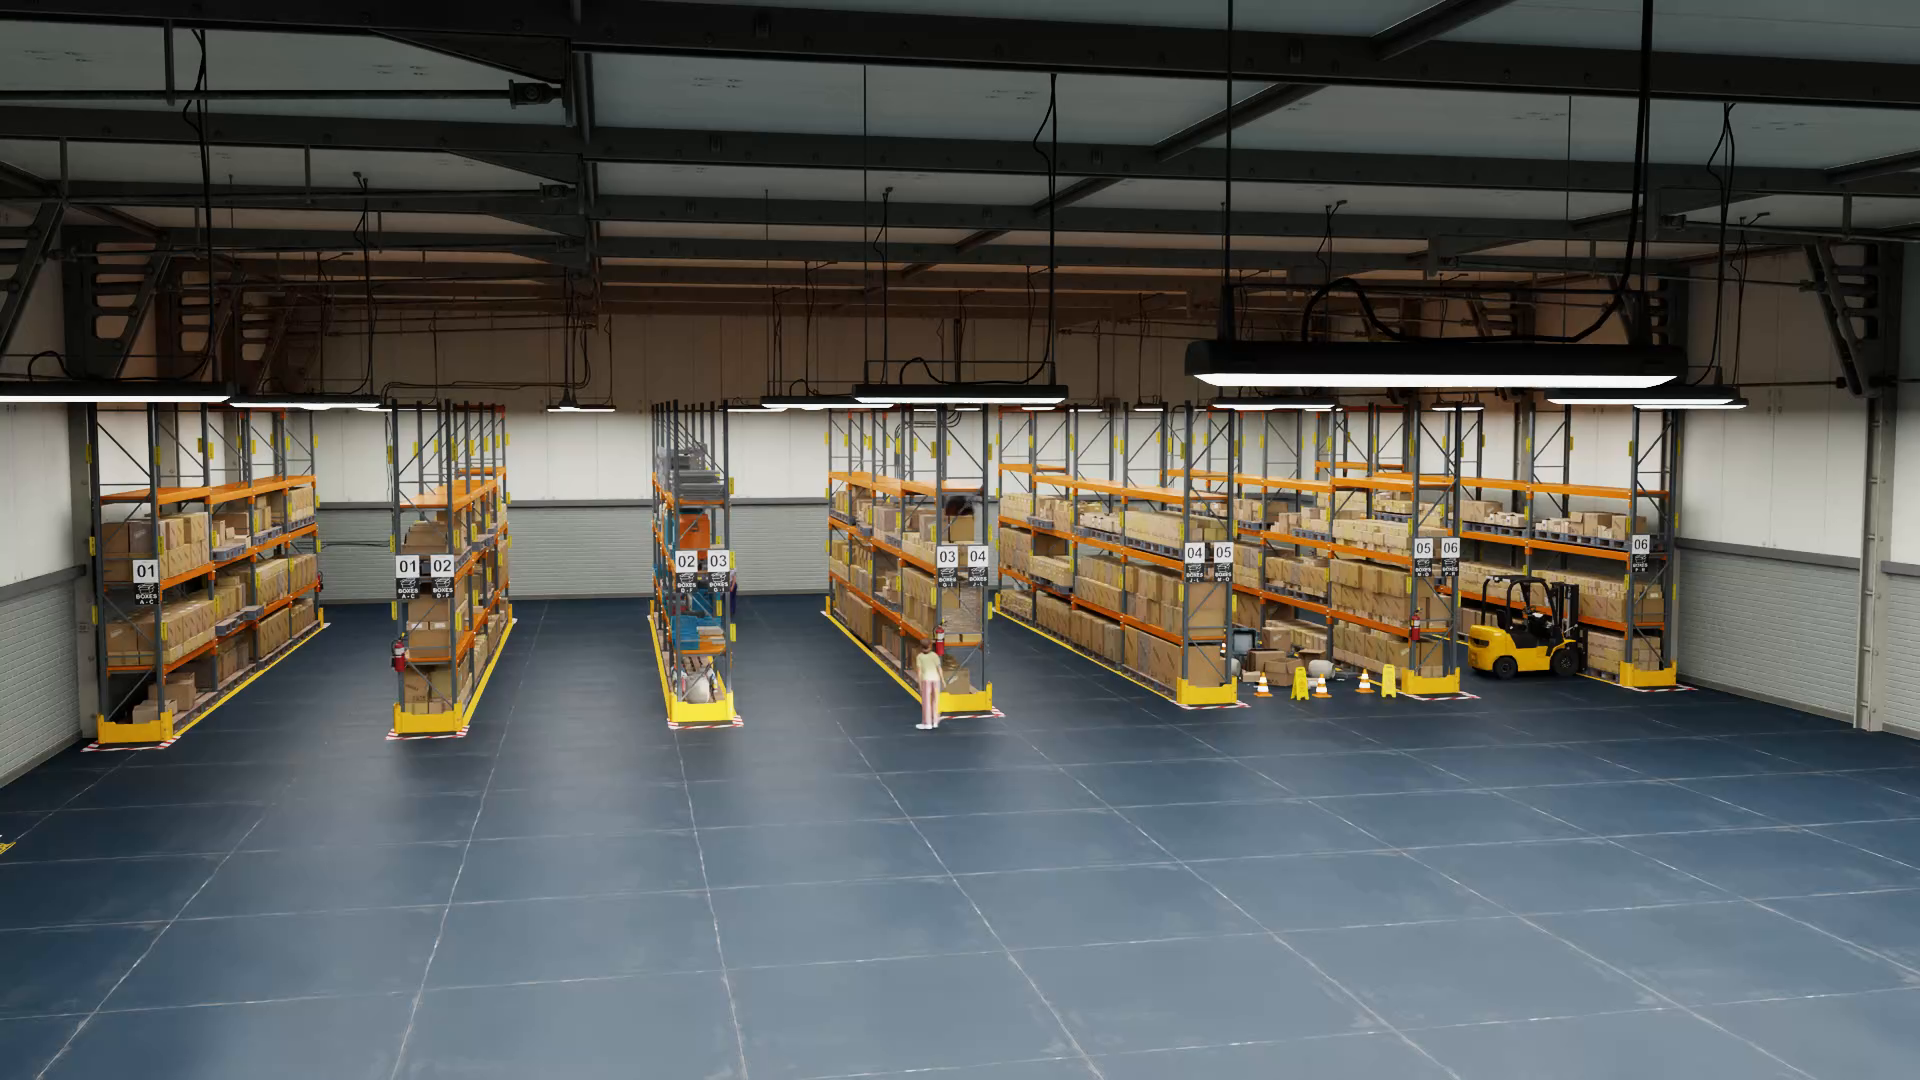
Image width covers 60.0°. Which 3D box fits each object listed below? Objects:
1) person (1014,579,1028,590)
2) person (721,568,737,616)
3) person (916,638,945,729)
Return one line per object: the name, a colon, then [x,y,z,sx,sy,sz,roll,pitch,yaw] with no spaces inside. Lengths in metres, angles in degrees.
person: [1.900,0.981,51.324,0.579,1.793,0.626,-2,5,-23]
person: [-6.621,1.351,47.398,0.552,1.688,0.397,4,6,41]
person: [-0.531,2.617,30.306,0.537,1.694,0.401,-1,4,-8]
